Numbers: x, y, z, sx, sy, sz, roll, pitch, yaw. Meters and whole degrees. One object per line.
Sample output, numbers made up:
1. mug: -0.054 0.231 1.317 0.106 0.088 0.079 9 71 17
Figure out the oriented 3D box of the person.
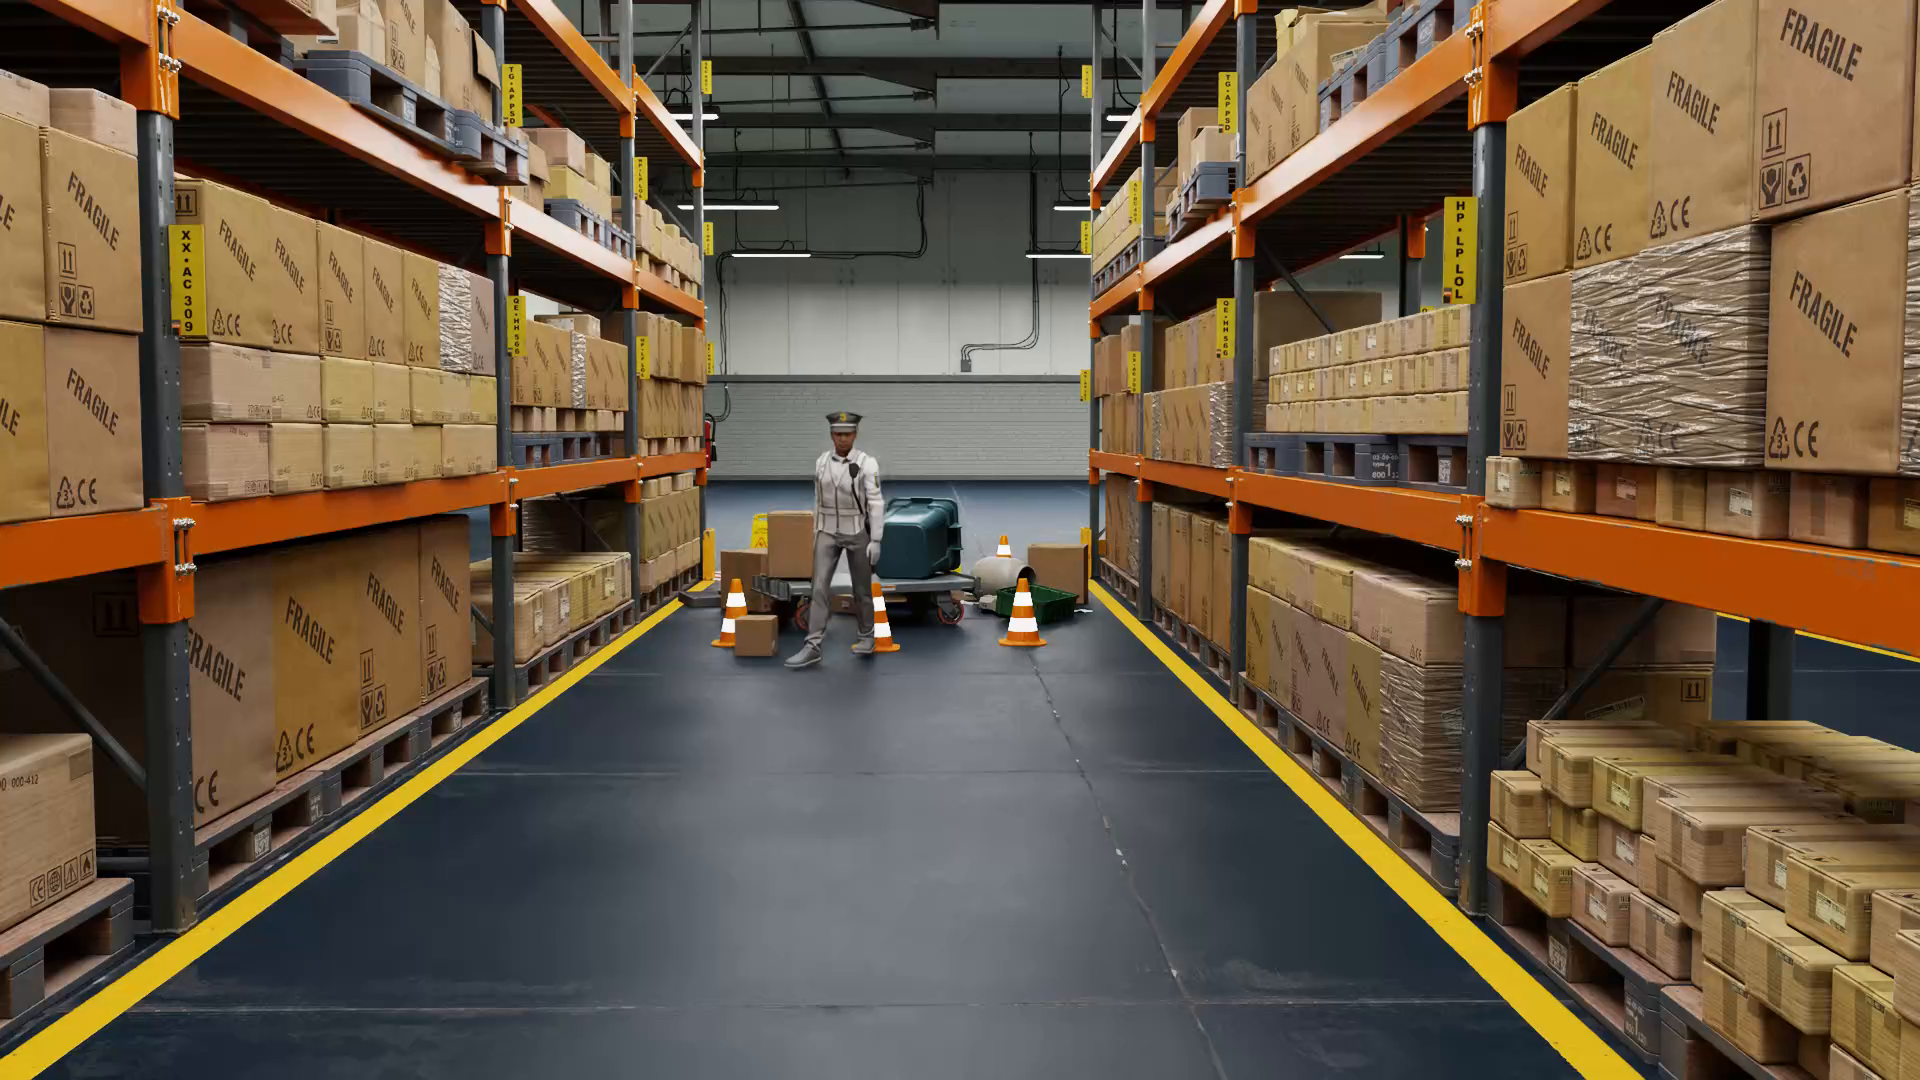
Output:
1. person: -0.758 -0.022 10.829 0.546 1.626 0.867 1 4 14
